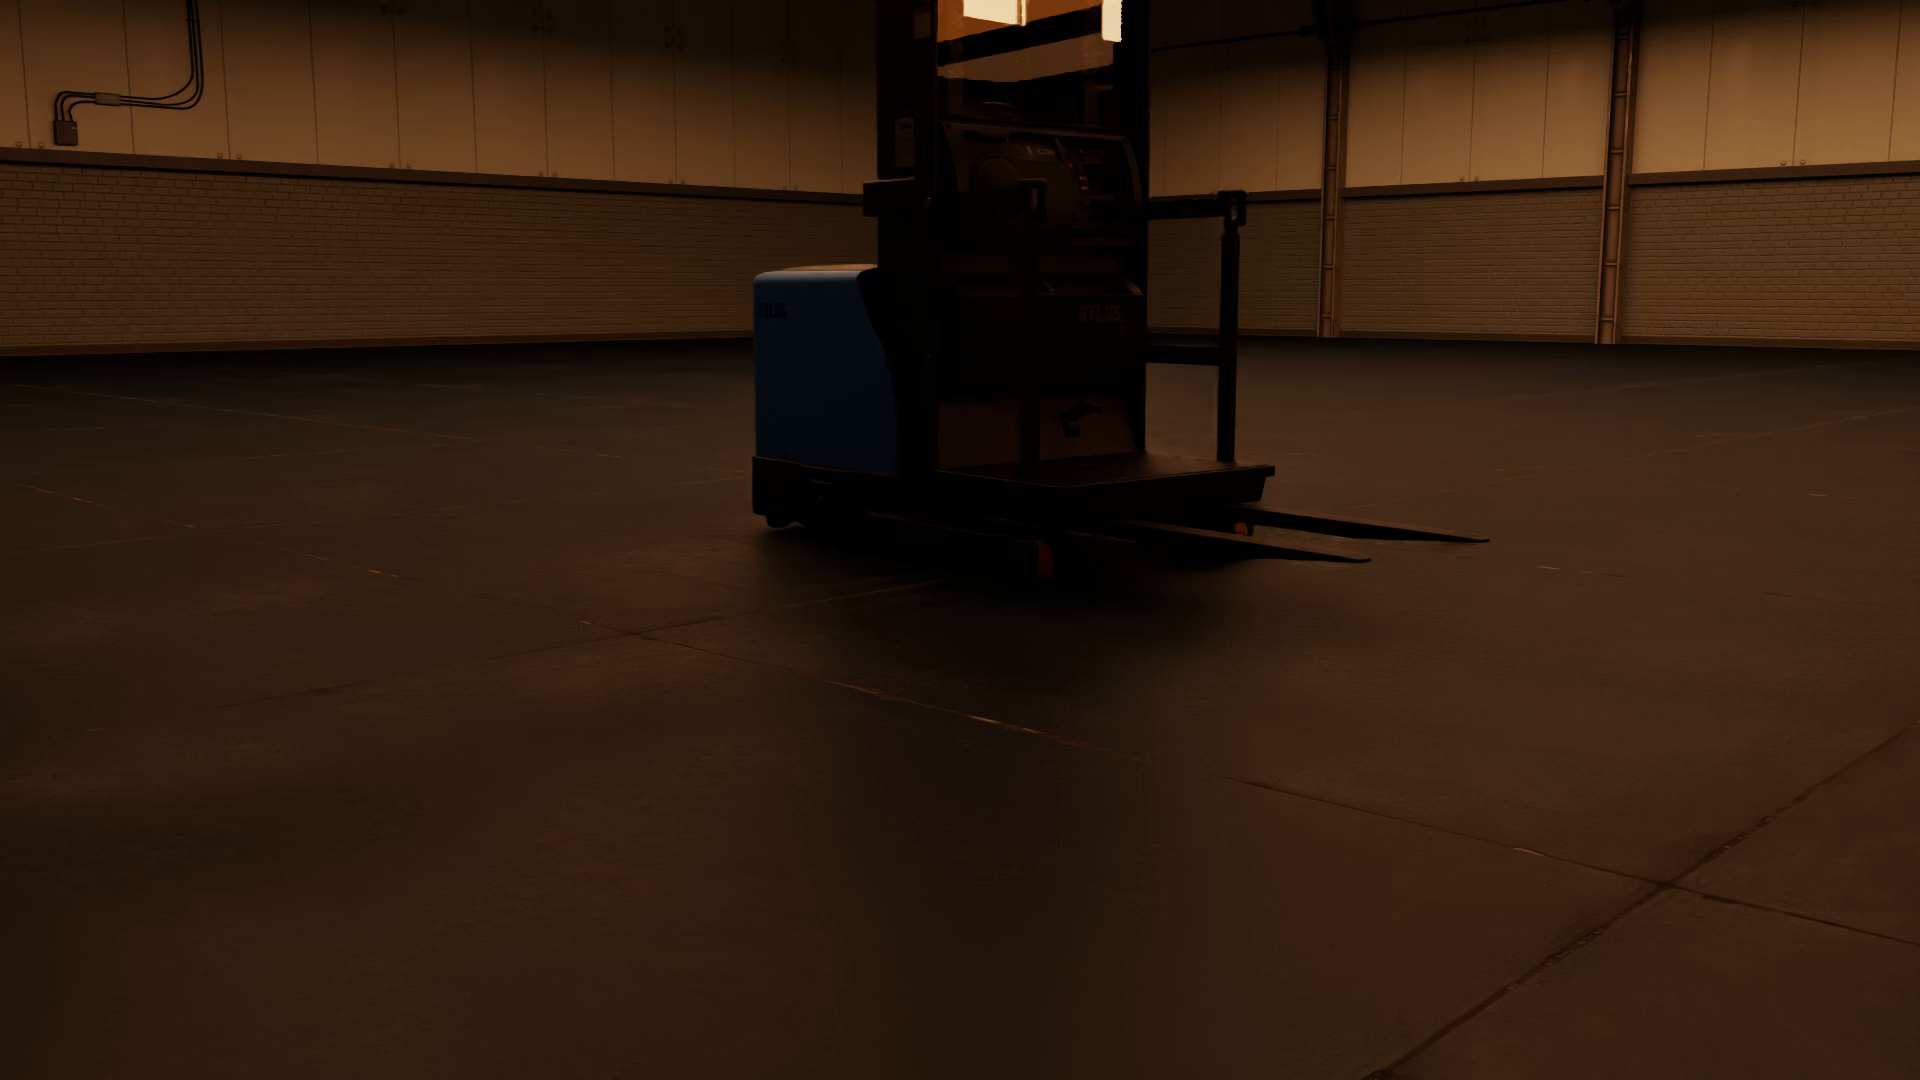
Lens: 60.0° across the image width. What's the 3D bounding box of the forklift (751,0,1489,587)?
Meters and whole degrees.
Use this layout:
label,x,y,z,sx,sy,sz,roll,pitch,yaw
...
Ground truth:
label,x,y,z,sx,sy,sz,roll,pitch,yaw
forklift,0.451,-1.374,5.999,1.130,2.935,3.031,-7,11,-39
